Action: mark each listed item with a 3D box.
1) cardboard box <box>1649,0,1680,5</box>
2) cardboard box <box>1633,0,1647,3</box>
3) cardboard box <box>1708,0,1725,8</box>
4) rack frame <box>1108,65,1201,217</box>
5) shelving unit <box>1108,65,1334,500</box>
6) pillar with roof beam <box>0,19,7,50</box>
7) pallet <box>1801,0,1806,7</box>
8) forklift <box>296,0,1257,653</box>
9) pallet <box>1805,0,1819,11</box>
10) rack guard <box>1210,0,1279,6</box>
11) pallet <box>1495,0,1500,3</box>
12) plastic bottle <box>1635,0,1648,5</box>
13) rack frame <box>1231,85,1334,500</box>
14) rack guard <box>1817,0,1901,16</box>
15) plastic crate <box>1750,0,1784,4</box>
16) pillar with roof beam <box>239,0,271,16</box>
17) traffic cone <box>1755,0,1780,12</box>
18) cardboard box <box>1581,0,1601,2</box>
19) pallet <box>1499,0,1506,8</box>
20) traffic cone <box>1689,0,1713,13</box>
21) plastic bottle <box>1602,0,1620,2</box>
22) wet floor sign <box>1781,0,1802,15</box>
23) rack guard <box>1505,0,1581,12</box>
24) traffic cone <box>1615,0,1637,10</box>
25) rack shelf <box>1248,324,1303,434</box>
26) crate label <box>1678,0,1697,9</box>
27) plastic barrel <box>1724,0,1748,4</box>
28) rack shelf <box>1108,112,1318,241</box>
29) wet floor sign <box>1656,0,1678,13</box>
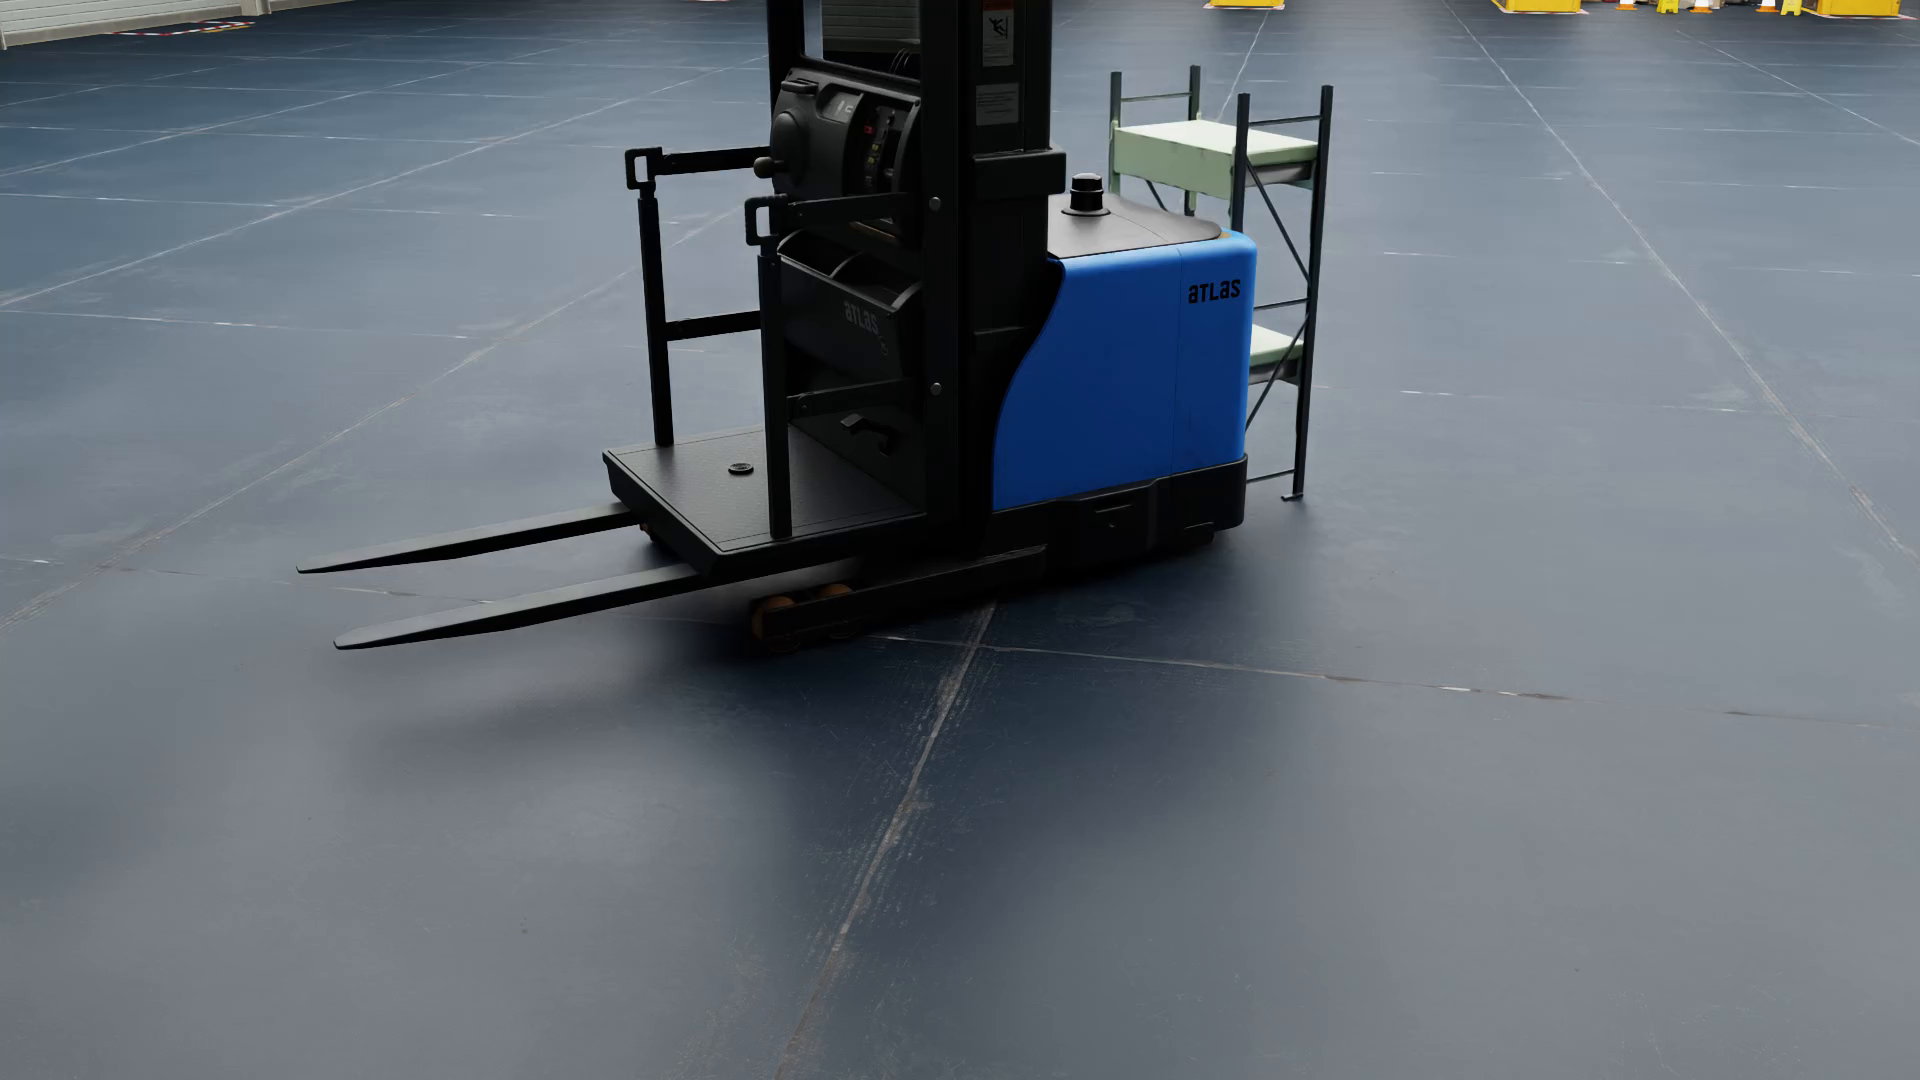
[{"bbox_3d":[12.546,-9.646,29.132,0.797,0.503,0.637,-11,25,-26],"label":"cardboard box"},{"bbox_3d":[12.068,-9.735,29.670,0.396,0.266,0.258,8,23,20],"label":"cardboard box"},{"bbox_3d":[12.956,-9.280,28.696,0.380,0.149,0.250,18,28,38],"label":"cardboard box"},{"bbox_3d":[0.738,-1.063,6.479,0.400,1.500,0.023,-13,25,-28],"label":"rack frame"},{"bbox_3d":[0.923,-0.945,6.185,0.431,1.500,0.755,-13,25,-28],"label":"shelving unit"},{"bbox_3d":[-8.521,-10.245,19.247,9.100,9.000,0.400,4,22,11],"label":"pillar with roof beam"},{"bbox_3d":[15.133,-9.443,29.017,1.003,0.211,1.213,4,22,11],"label":"pallet"},{"bbox_3d":[-0.542,-1.245,5.022,3.031,2.935,1.130,-12,25,-27],"label":"forklift"},{"bbox_3d":[14.882,-8.998,27.912,1.003,0.211,1.213,4,22,11],"label":"pallet"},{"bbox_3d":[4.980,-9.593,29.003,1.175,0.500,0.348,4,22,11],"label":"rack guard"},{"bbox_3d":[10.137,-9.759,29.803,1.003,0.211,1.213,4,22,11],"label":"pallet"},{"bbox_3d":[11.996,-9.475,29.299,0.133,0.061,0.283,-3,22,-8],"label":"plastic bottle"},{"bbox_3d":[1.107,-0.827,5.892,0.400,1.500,0.023,-13,25,-28],"label":"rack frame"},{"bbox_3d":[14.681,-8.837,27.127,1.175,0.500,0.348,4,22,11],"label":"rack guard"},{"bbox_3d":[14.359,-9.566,29.499,0.402,0.080,0.583,-3,22,-8],"label":"plastic crate"},{"bbox_3d":[-7.297,-12.439,24.695,9.100,9.000,0.400,4,22,11],"label":"pillar with roof beam"},{"bbox_3d":[13.491,-9.048,27.700,0.336,0.463,0.334,4,22,11],"label":"traffic cone"},{"bbox_3d":[11.303,-9.968,29.931,0.500,0.500,0.500,8,23,20],"label":"cardboard box"},{"bbox_3d":[9.886,-9.314,28.698,1.003,0.211,1.213,4,22,11],"label":"pallet"},{"bbox_3d":[12.335,-9.008,27.601,0.336,0.463,0.334,4,22,11],"label":"traffic cone"},{"bbox_3d":[11.641,-9.642,29.713,0.283,0.061,0.133,-3,22,-8],"label":"plastic bottle"},{"bbox_3d":[13.580,-8.889,27.061,0.267,0.644,0.232,13,25,29],"label":"wet floor sign"},{"bbox_3d":[9.794,-9.141,27.882,1.175,0.500,0.348,4,22,11],"label":"rack guard"},{"bbox_3d":[11.298,-9.219,28.124,0.336,0.463,0.334,4,22,11],"label":"traffic cone"},{"bbox_3d":[0.925,-0.643,6.309,0.431,0.370,0.720,-13,25,-28],"label":"rack shelf"},{"bbox_3d":[12.434,-9.149,28.388,0.250,0.136,0.298,-7,23,-17],"label":"crate label"},{"bbox_3d":[13.605,-9.645,29.235,0.421,0.421,0.512,-16,27,-35],"label":"plastic barrel"},{"bbox_3d":[0.920,-1.306,6.038,0.431,0.370,0.720,-13,25,-28],"label":"rack shelf"},{"bbox_3d":[11.732,-9.056,27.475,0.267,0.644,0.232,1,22,2],"label":"wet floor sign"}]
